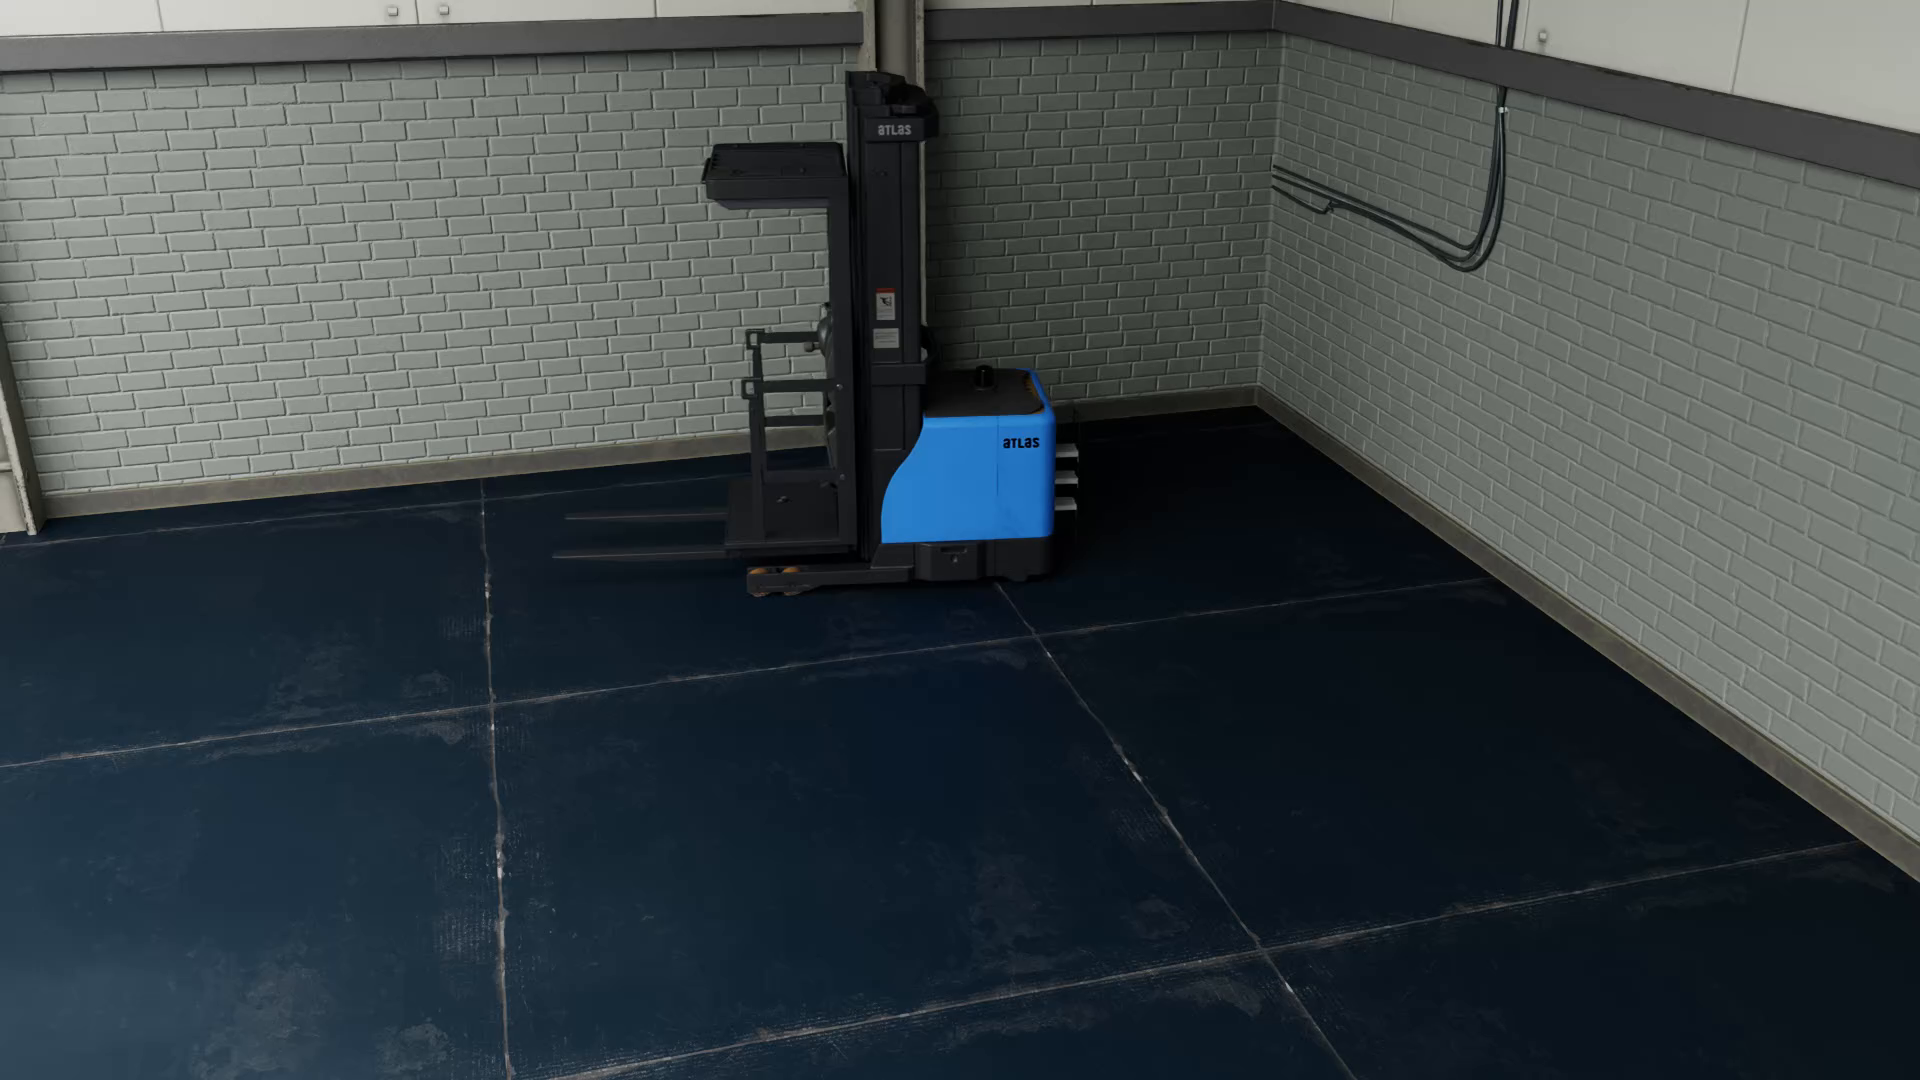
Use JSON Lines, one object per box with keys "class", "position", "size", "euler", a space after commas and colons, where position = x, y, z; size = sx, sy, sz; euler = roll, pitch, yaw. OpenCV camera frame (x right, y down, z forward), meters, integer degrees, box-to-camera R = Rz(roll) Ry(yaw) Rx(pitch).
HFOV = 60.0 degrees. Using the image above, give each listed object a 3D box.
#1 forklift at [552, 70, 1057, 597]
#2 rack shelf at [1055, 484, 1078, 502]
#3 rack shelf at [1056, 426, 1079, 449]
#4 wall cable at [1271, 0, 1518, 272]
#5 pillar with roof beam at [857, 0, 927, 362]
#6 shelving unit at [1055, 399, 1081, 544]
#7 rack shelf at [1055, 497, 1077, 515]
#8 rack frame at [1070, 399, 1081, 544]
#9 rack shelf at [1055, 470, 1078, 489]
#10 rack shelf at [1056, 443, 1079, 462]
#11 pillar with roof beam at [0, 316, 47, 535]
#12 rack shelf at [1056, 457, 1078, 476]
{"class": "forklift", "position": [-0.964, -1.226, 9.889], "size": [3.031, 2.935, 1.130], "euler": [-2, 23, -5]}
{"class": "rack shelf", "position": [0.636, -0.320, 10.666], "size": [0.200, 0.077, 0.258], "euler": [-2, 23, -5]}
{"class": "rack shelf", "position": [0.636, -0.650, 10.524], "size": [0.200, 0.077, 0.258], "euler": [-2, 23, -5]}
{"class": "wall cable", "position": [2.725, -3.234, 10.814], "size": [0.112, 2.526, 3.097], "euler": [-6, 24, -14]}
{"class": "pillar with roof beam", "position": [0.695, -3.215, 6.831], "size": [0.400, 9.000, 9.100], "euler": [-6, 24, -14]}
{"class": "shelving unit", "position": [0.636, -0.433, 10.618], "size": [0.210, 0.900, 0.258], "euler": [-2, 23, -5]}
{"class": "rack shelf", "position": [0.636, -0.237, 10.702], "size": [0.200, 0.077, 0.258], "euler": [-2, 23, -5]}
{"class": "rack frame", "position": [0.737, -0.437, 10.626], "size": [0.006, 0.900, 0.240], "euler": [-2, 23, -5]}
{"class": "rack shelf", "position": [0.636, -0.402, 10.631], "size": [0.200, 0.077, 0.258], "euler": [-2, 23, -5]}
{"class": "rack shelf", "position": [0.636, -0.568, 10.560], "size": [0.200, 0.077, 0.258], "euler": [-2, 23, -5]}
{"class": "pillar with roof beam", "position": [-5.082, -2.576, 5.342], "size": [0.400, 9.000, 9.100], "euler": [-6, 24, -14]}
{"class": "rack shelf", "position": [0.636, -0.485, 10.595], "size": [0.200, 0.077, 0.258], "euler": [-2, 23, -5]}
